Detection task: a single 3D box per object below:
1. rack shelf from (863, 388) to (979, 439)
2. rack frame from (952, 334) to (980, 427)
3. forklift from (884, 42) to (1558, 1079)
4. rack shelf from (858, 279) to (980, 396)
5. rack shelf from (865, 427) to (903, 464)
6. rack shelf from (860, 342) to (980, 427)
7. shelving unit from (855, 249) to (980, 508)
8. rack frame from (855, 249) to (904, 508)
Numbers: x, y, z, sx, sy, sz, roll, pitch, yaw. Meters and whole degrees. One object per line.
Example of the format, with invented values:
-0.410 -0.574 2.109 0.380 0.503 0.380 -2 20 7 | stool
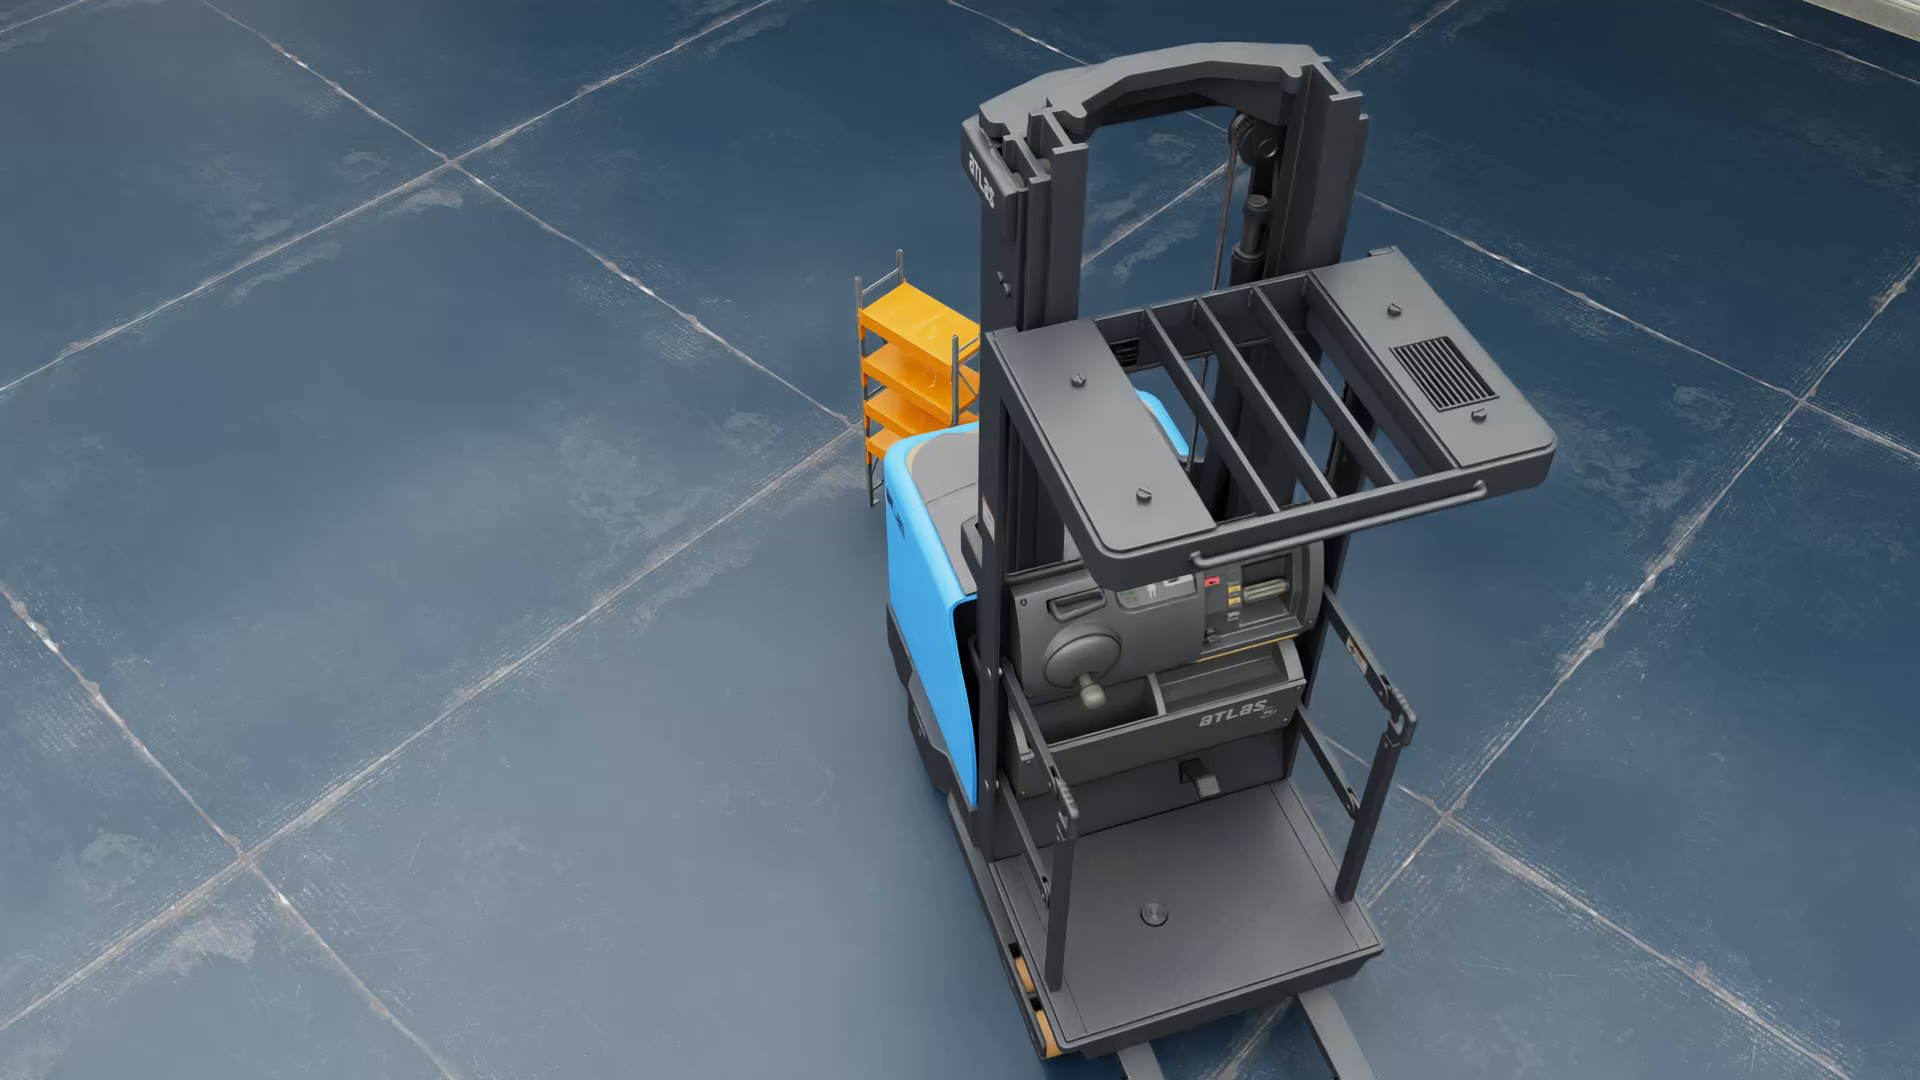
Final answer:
-0.122 -0.446 6.547 0.480 0.148 0.258 34 55 28 | rack shelf
0.058 -0.372 6.385 0.015 1.200 0.240 34 55 28 | rack frame
0.668 0.305 4.562 1.130 2.935 3.031 -14 48 -12 | forklift
-0.122 -0.762 6.211 0.480 0.148 0.258 34 55 28 | rack shelf
-0.122 -0.311 6.692 0.480 0.148 0.258 34 55 28 | rack shelf
-0.122 -0.600 6.384 0.480 0.148 0.258 34 55 28 | rack shelf
-0.122 -0.493 6.498 0.503 1.200 0.258 34 55 28 | shelving unit
-0.301 -0.613 6.611 0.015 1.200 0.240 34 55 28 | rack frame
